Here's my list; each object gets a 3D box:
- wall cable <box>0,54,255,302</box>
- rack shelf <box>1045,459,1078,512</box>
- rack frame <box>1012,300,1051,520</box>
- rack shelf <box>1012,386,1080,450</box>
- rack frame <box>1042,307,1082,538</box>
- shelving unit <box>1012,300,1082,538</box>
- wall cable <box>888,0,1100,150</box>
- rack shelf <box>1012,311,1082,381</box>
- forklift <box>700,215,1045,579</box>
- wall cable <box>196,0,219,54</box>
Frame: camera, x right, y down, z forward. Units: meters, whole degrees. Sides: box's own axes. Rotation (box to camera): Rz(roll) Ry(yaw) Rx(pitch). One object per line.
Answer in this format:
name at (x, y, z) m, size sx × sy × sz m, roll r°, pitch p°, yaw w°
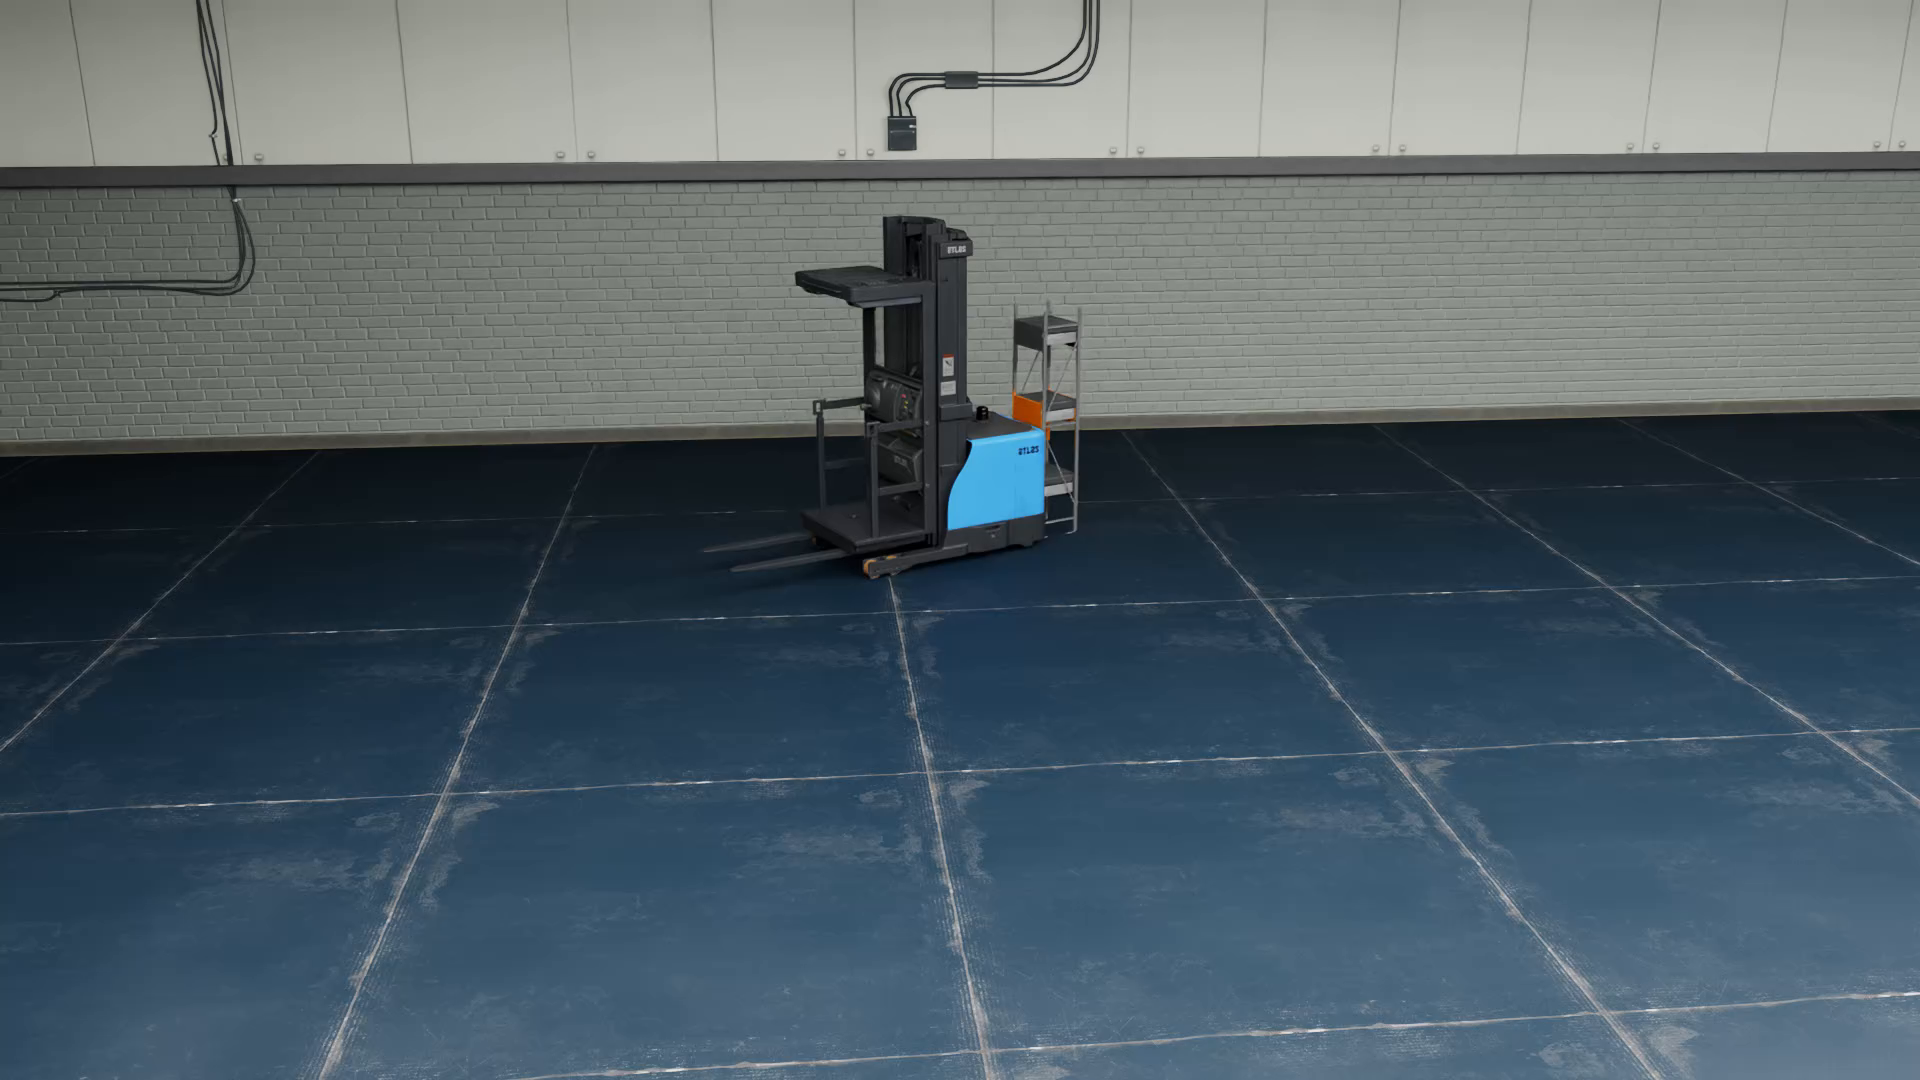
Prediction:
wall cable at (-9.077, -3.755, 17.371) m, size 3.097 × 2.526 × 0.112 m, roll -2°, pitch 18°, yaw -6°
rack shelf at (0.786, -0.427, 15.487) m, size 0.431 × 0.518 × 0.480 m, roll -10°, pitch 20°, yaw -30°
rack frame at (0.659, -1.170, 15.473) m, size 0.400 × 2.100 × 0.015 m, roll -10°, pitch 20°, yaw -30°
rack shelf at (0.786, -1.095, 15.277) m, size 0.431 × 0.518 × 0.480 m, roll -10°, pitch 20°, yaw -30°
rack frame at (0.912, -1.045, 15.074) m, size 0.400 × 2.100 × 0.015 m, roll -10°, pitch 20°, yaw -30°
shelving unit at (0.786, -1.108, 15.273) m, size 0.431 × 2.100 × 0.503 m, roll -10°, pitch 20°, yaw -30°
wall cable at (0.368, -7.147, 17.315) m, size 2.305 × 6.003 × 0.169 m, roll -2°, pitch 18°, yaw -6°
rack shelf at (0.786, -1.763, 15.068) m, size 0.431 × 0.518 × 0.480 m, roll -10°, pitch 20°, yaw -30°
forklift at (-0.756, -1.249, 14.334) m, size 3.031 × 2.935 × 1.130 m, roll -10°, pitch 20°, yaw -30°
wall cable at (-6.386, -6.248, 16.880) m, size 3.097 × 2.526 × 0.112 m, roll -2°, pitch 18°, yaw -6°
